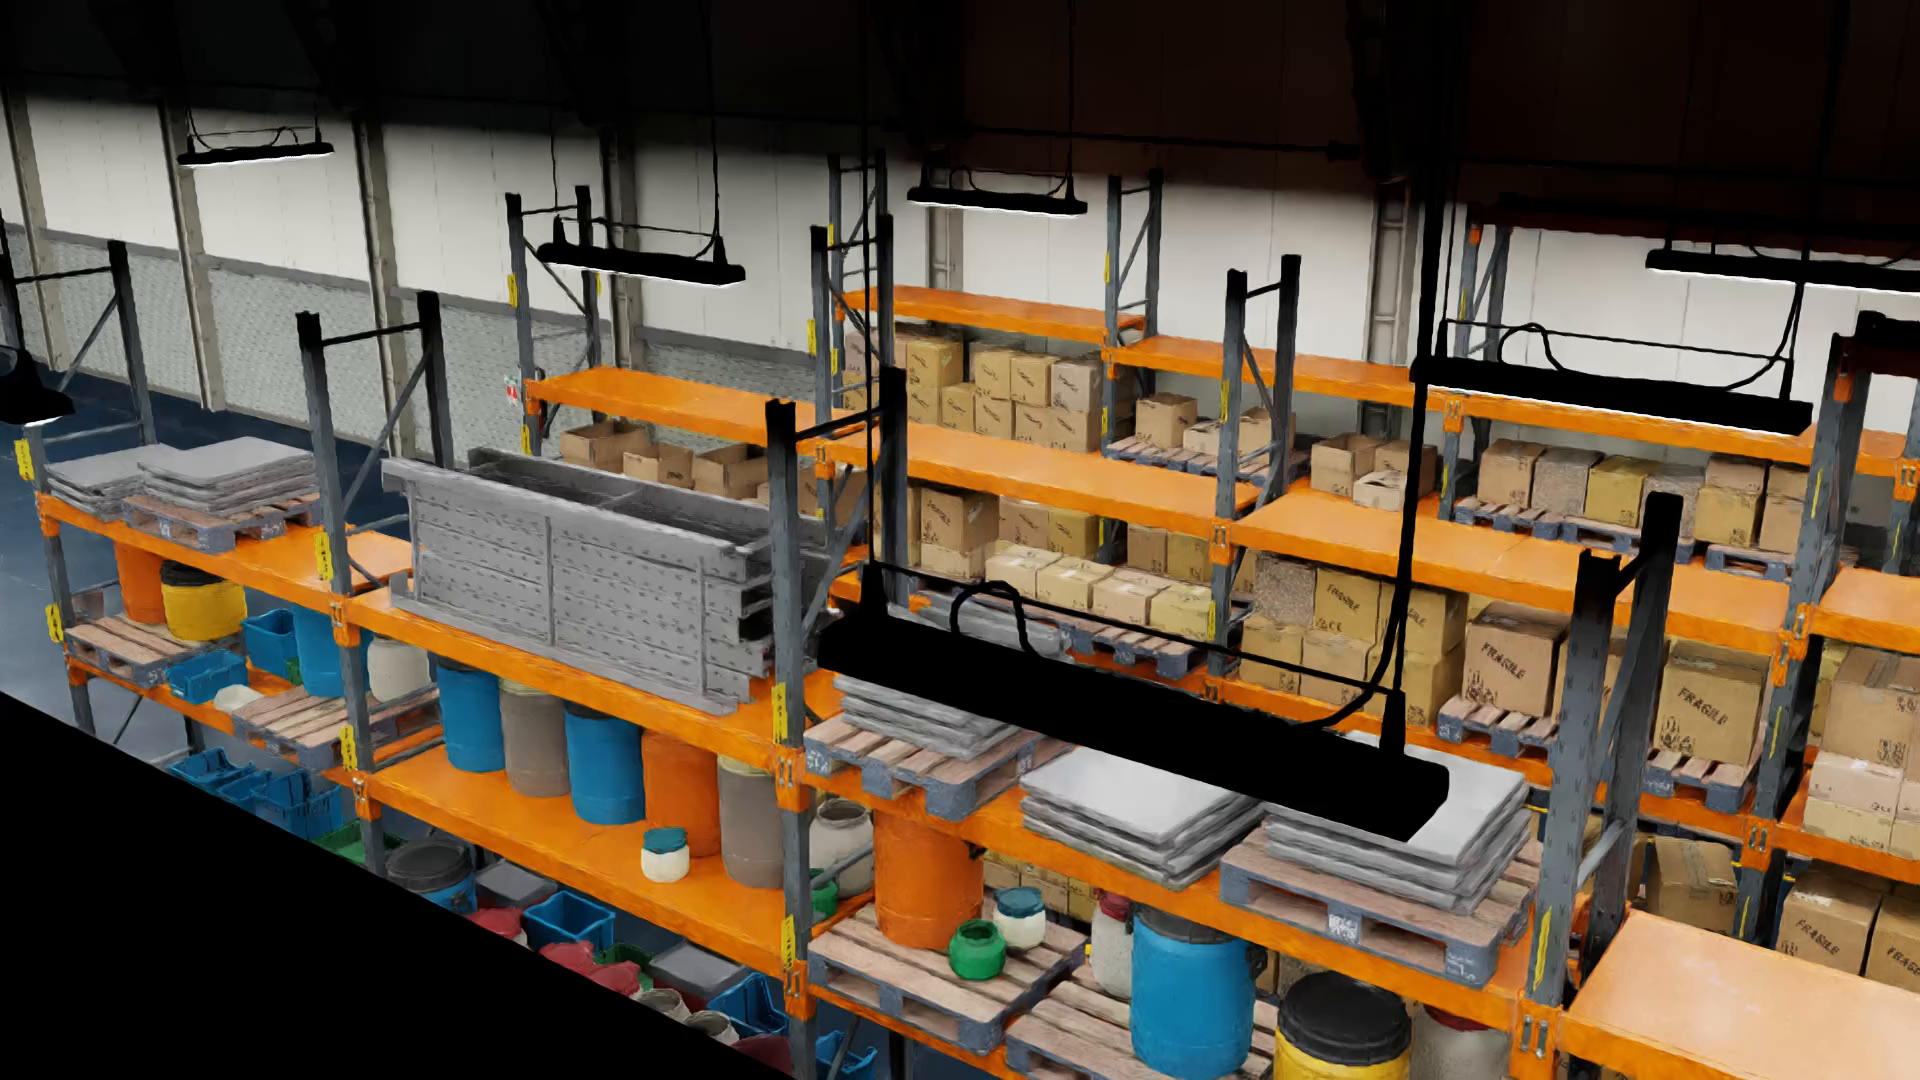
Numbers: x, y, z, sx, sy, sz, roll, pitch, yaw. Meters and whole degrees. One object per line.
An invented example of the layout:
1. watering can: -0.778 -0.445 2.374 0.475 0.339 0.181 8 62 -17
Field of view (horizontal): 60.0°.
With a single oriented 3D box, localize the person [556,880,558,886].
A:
1. person: 0.237 1.808 16.596 9.611 1.469 1.191 -12 22 -32
